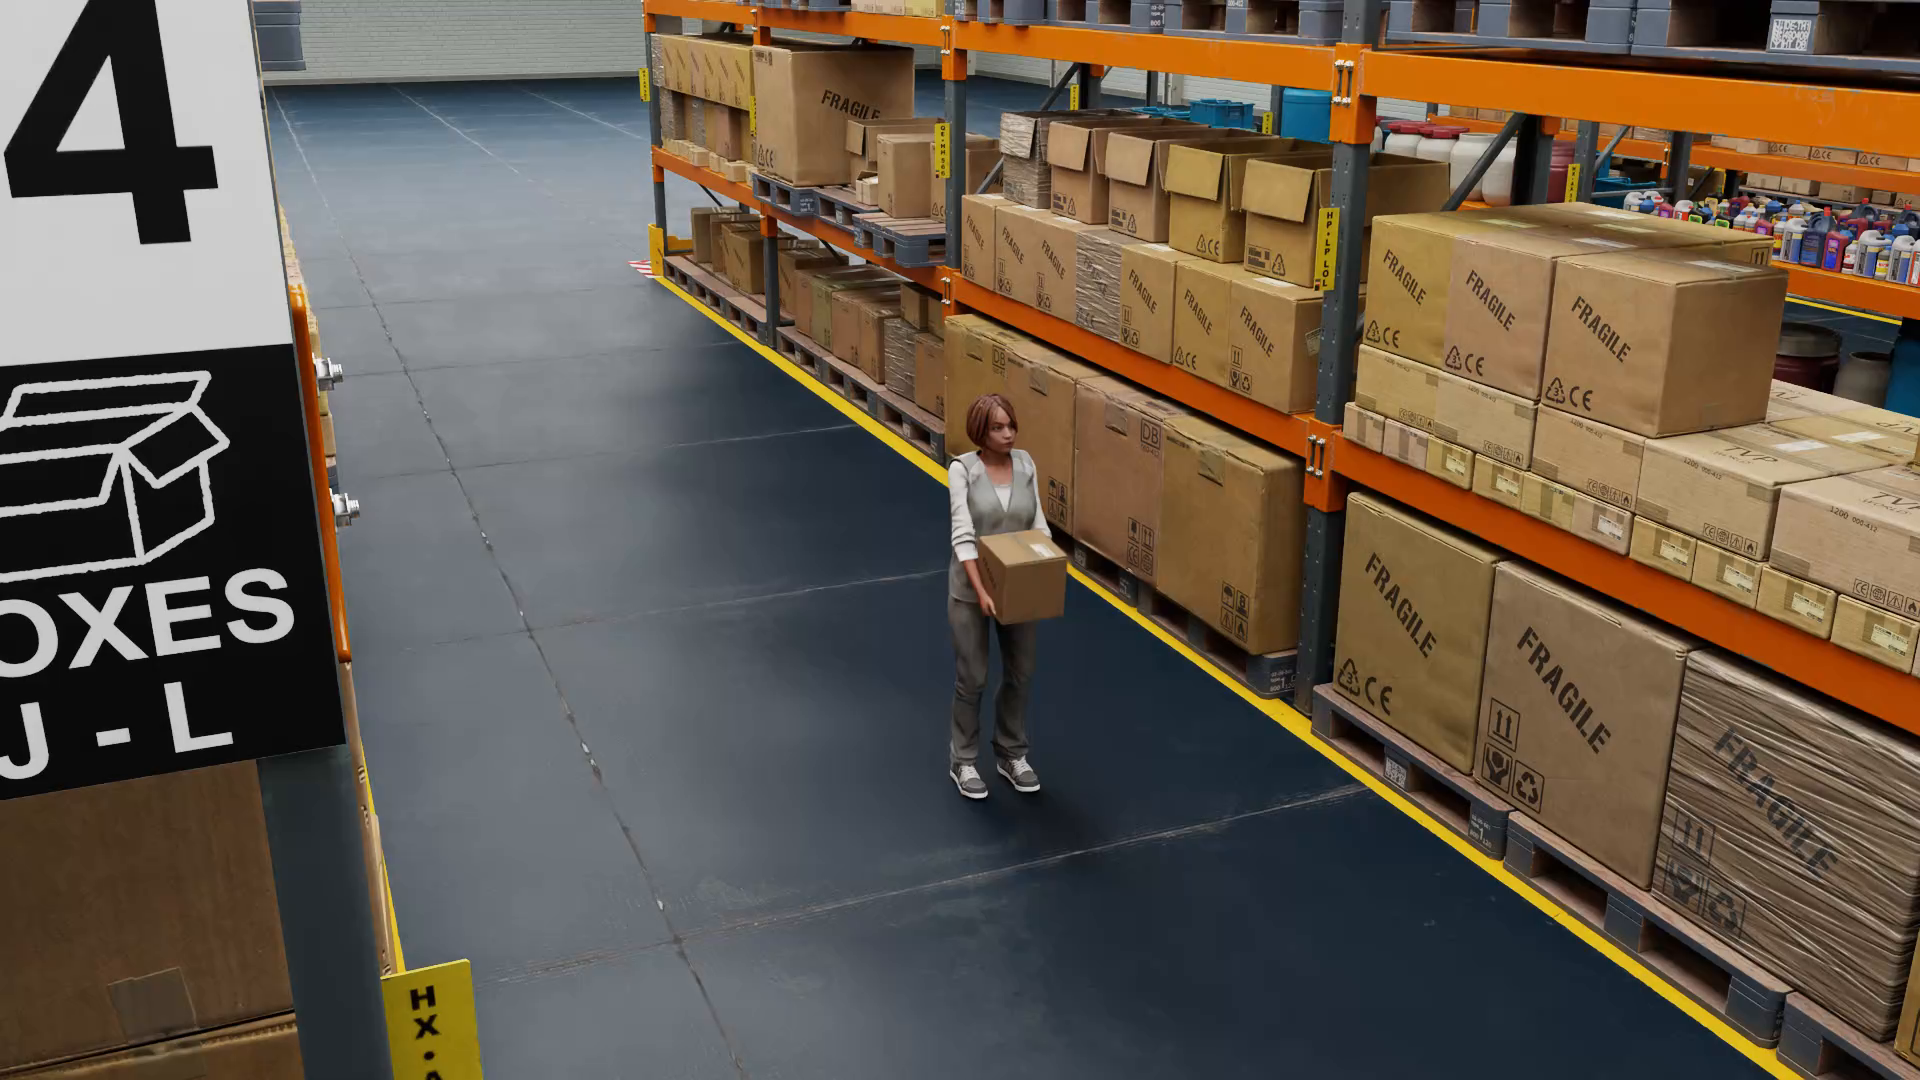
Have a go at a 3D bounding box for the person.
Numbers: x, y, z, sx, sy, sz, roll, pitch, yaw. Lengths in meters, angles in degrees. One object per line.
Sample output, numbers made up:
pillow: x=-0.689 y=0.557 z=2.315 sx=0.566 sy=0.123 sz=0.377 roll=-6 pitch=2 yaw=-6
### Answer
person: x=0.160 y=0.241 z=6.394 sx=0.404 sy=1.596 sz=0.490 roll=-8 pitch=21 yaw=-21
